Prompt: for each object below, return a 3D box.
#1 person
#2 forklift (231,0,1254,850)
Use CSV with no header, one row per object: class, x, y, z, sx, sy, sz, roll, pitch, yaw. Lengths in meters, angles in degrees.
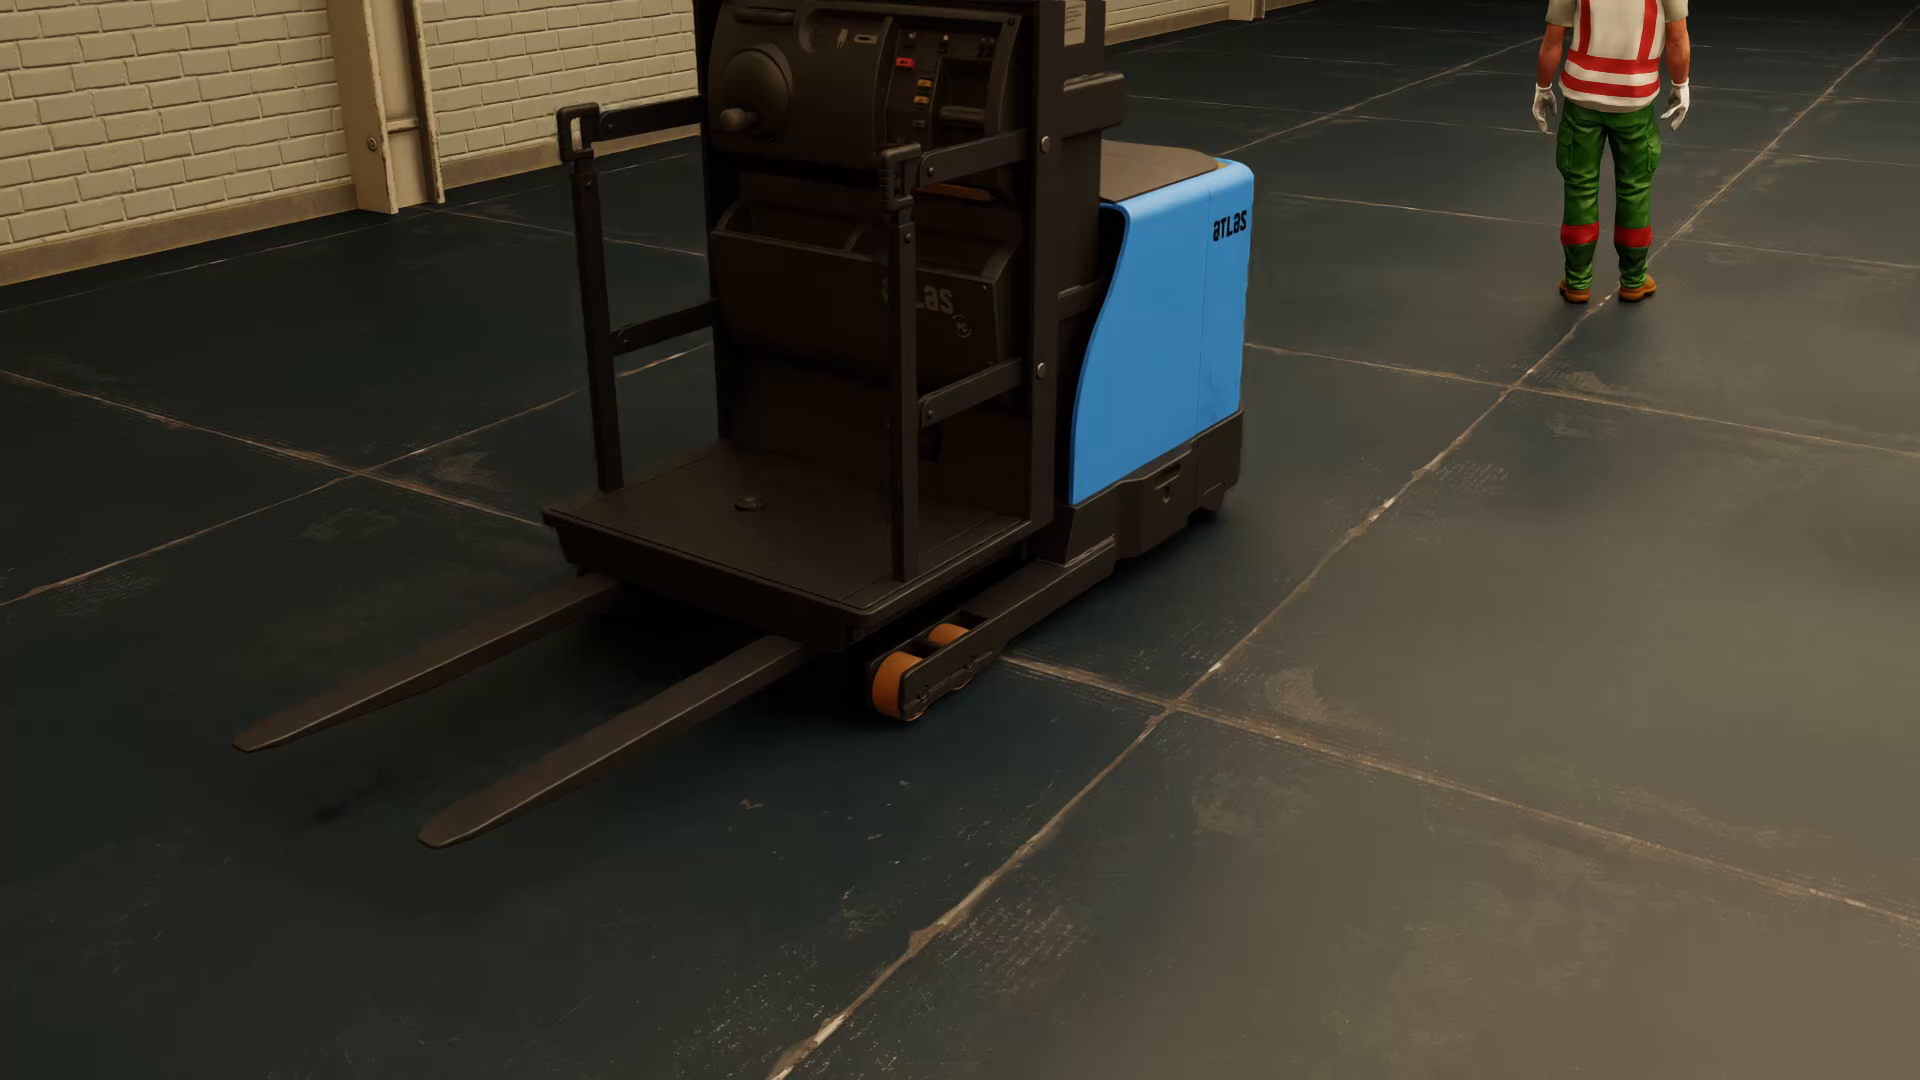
person,2.857,-1.945,7.289,0.637,1.787,0.564,10,25,22
forklift,-0.376,-1.125,3.943,1.130,2.935,3.031,16,28,32
